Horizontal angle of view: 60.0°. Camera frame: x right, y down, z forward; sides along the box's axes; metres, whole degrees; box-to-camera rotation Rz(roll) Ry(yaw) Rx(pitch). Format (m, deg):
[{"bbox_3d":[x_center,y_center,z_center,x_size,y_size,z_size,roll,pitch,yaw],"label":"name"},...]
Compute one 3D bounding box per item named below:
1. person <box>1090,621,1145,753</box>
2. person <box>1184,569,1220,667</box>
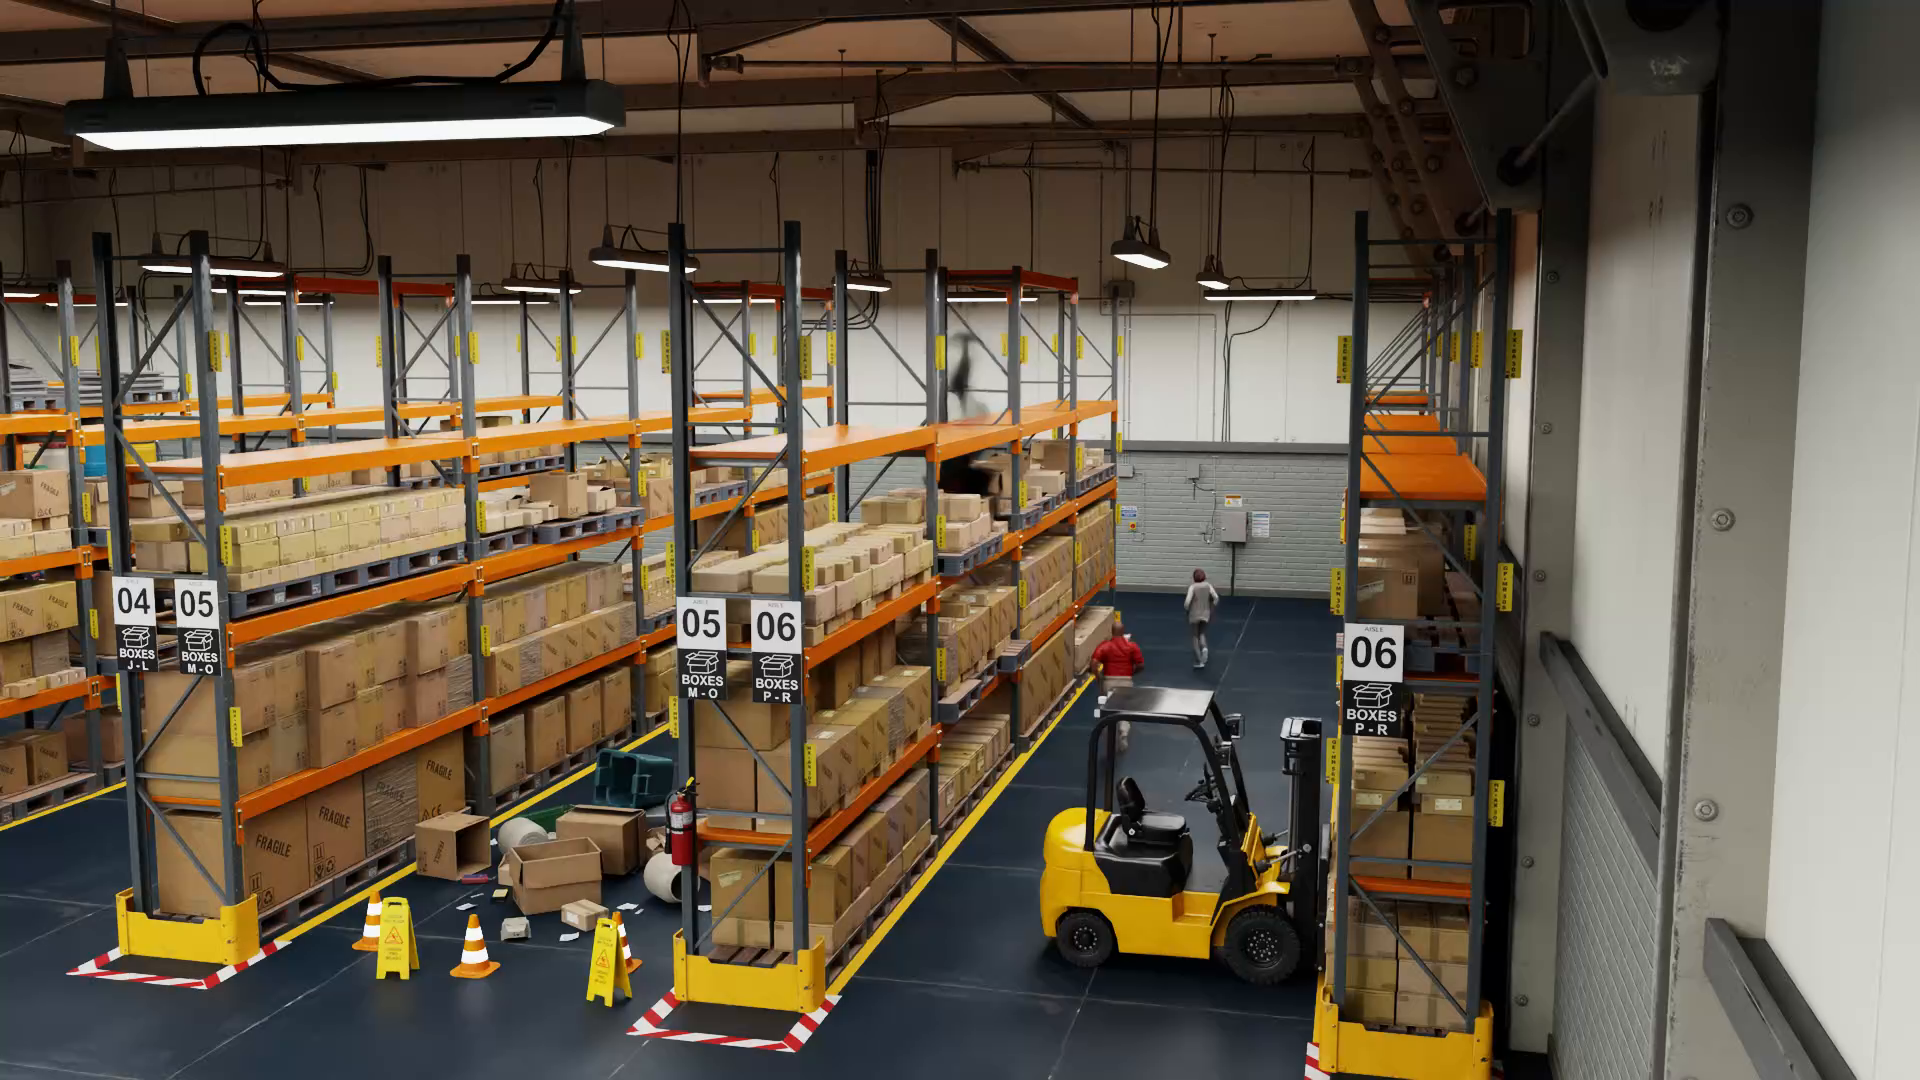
[{"bbox_3d":[1.932,1.864,20.447,0.672,1.738,0.813,1,7,6],"label":"person"},{"bbox_3d":[3.763,1.219,26.133,0.543,1.563,0.460,-2,7,-15],"label":"person"}]
